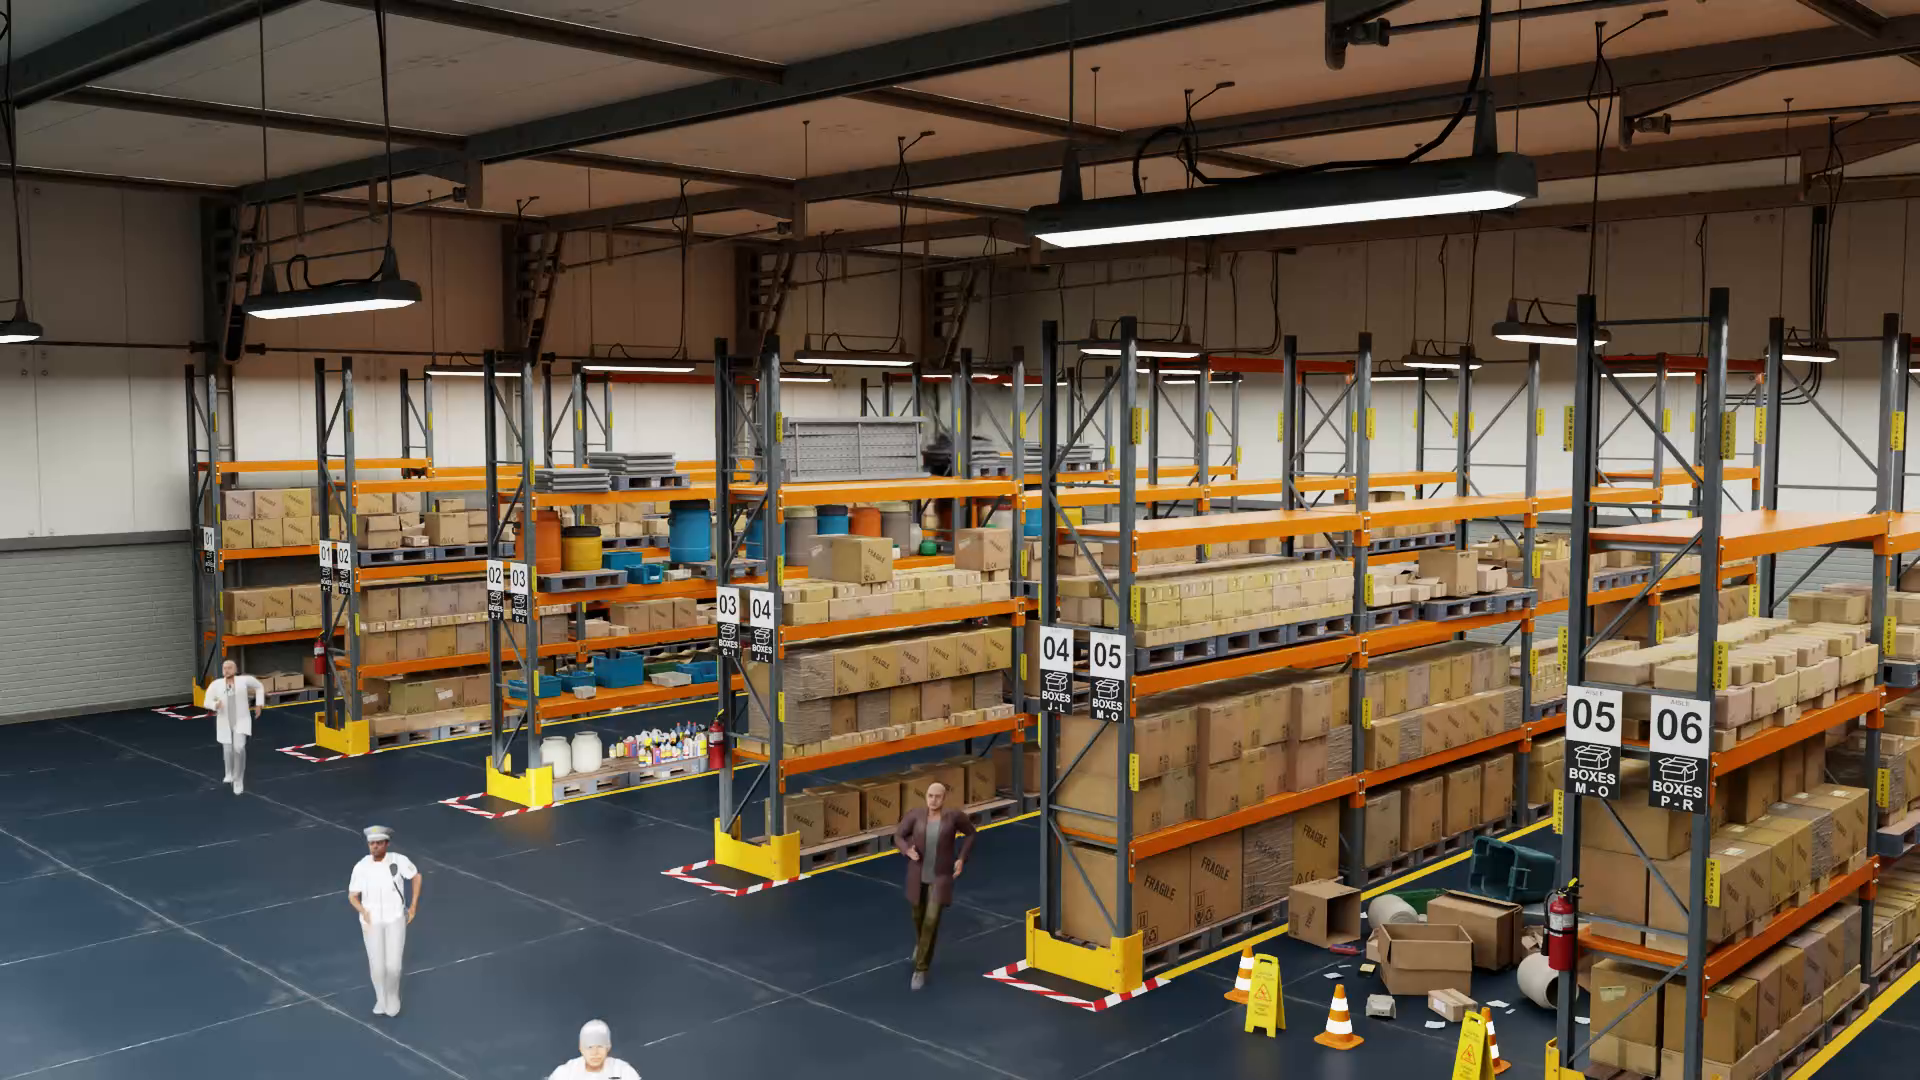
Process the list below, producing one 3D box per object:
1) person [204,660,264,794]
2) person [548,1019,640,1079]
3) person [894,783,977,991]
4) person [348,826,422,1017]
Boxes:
[{"bbox_3d":[-9.932,2.538,22.787,0.732,1.825,0.973,-1,5,-14],"label":"person"},{"bbox_3d":[-2.100,3.602,9.579,0.580,1.727,0.770,-1,5,-16],"label":"person"},{"bbox_3d":[-0.241,3.115,15.238,0.733,1.827,0.927,1,4,13],"label":"person"},{"bbox_3d":[-4.903,3.243,14.161,0.579,1.662,0.603,-1,4,-12],"label":"person"}]
